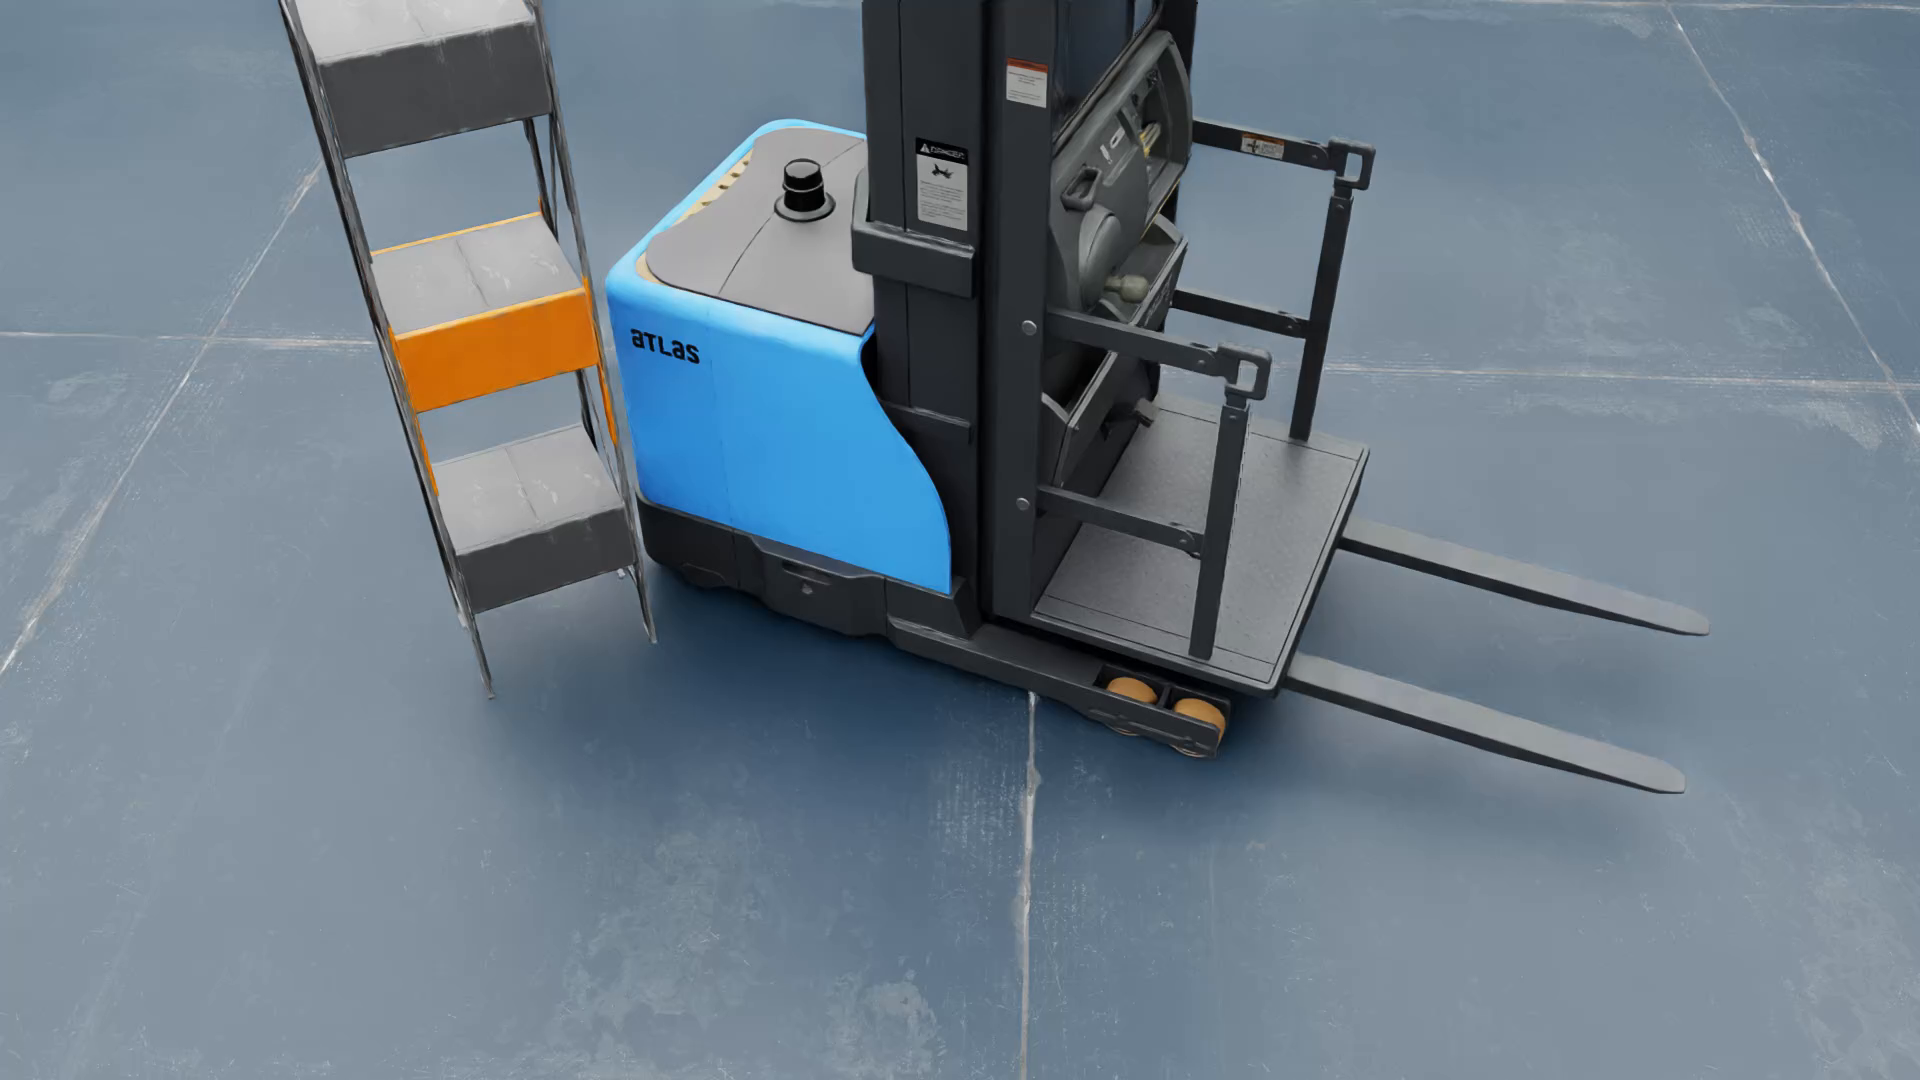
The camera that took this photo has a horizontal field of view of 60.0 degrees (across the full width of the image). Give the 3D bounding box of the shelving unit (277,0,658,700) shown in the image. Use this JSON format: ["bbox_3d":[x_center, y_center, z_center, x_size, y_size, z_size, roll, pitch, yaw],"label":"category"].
[{"bbox_3d":[-1.208,-0.509,4.256,0.503,2.100,0.431,-18,46,-19],"label":"shelving unit"}]

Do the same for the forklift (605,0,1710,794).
[{"bbox_3d":[0.591,-0.887,4.052,3.031,2.935,1.130,17,45,17],"label":"forklift"}]

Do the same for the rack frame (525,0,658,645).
[{"bbox_3d":[-0.989,-0.582,4.334,0.015,2.100,0.400,-18,46,-19],"label":"rack frame"}]

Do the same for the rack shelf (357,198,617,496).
[{"bbox_3d":[-1.208,-0.499,4.265,0.480,0.518,0.431,-18,46,-19],"label":"rack shelf"}]

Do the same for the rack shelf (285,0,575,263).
[{"bbox_3d":[-1.208,-1.011,3.788,0.480,0.518,0.431,-18,46,-19],"label":"rack shelf"}]

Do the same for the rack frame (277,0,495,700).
[{"bbox_3d":[-1.428,-0.436,4.177,0.015,2.100,0.400,-18,46,-19],"label":"rack frame"}]

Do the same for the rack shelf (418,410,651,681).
[{"bbox_3d":[-1.208,0.013,4.742,0.480,0.518,0.431,-18,46,-19],"label":"rack shelf"}]
